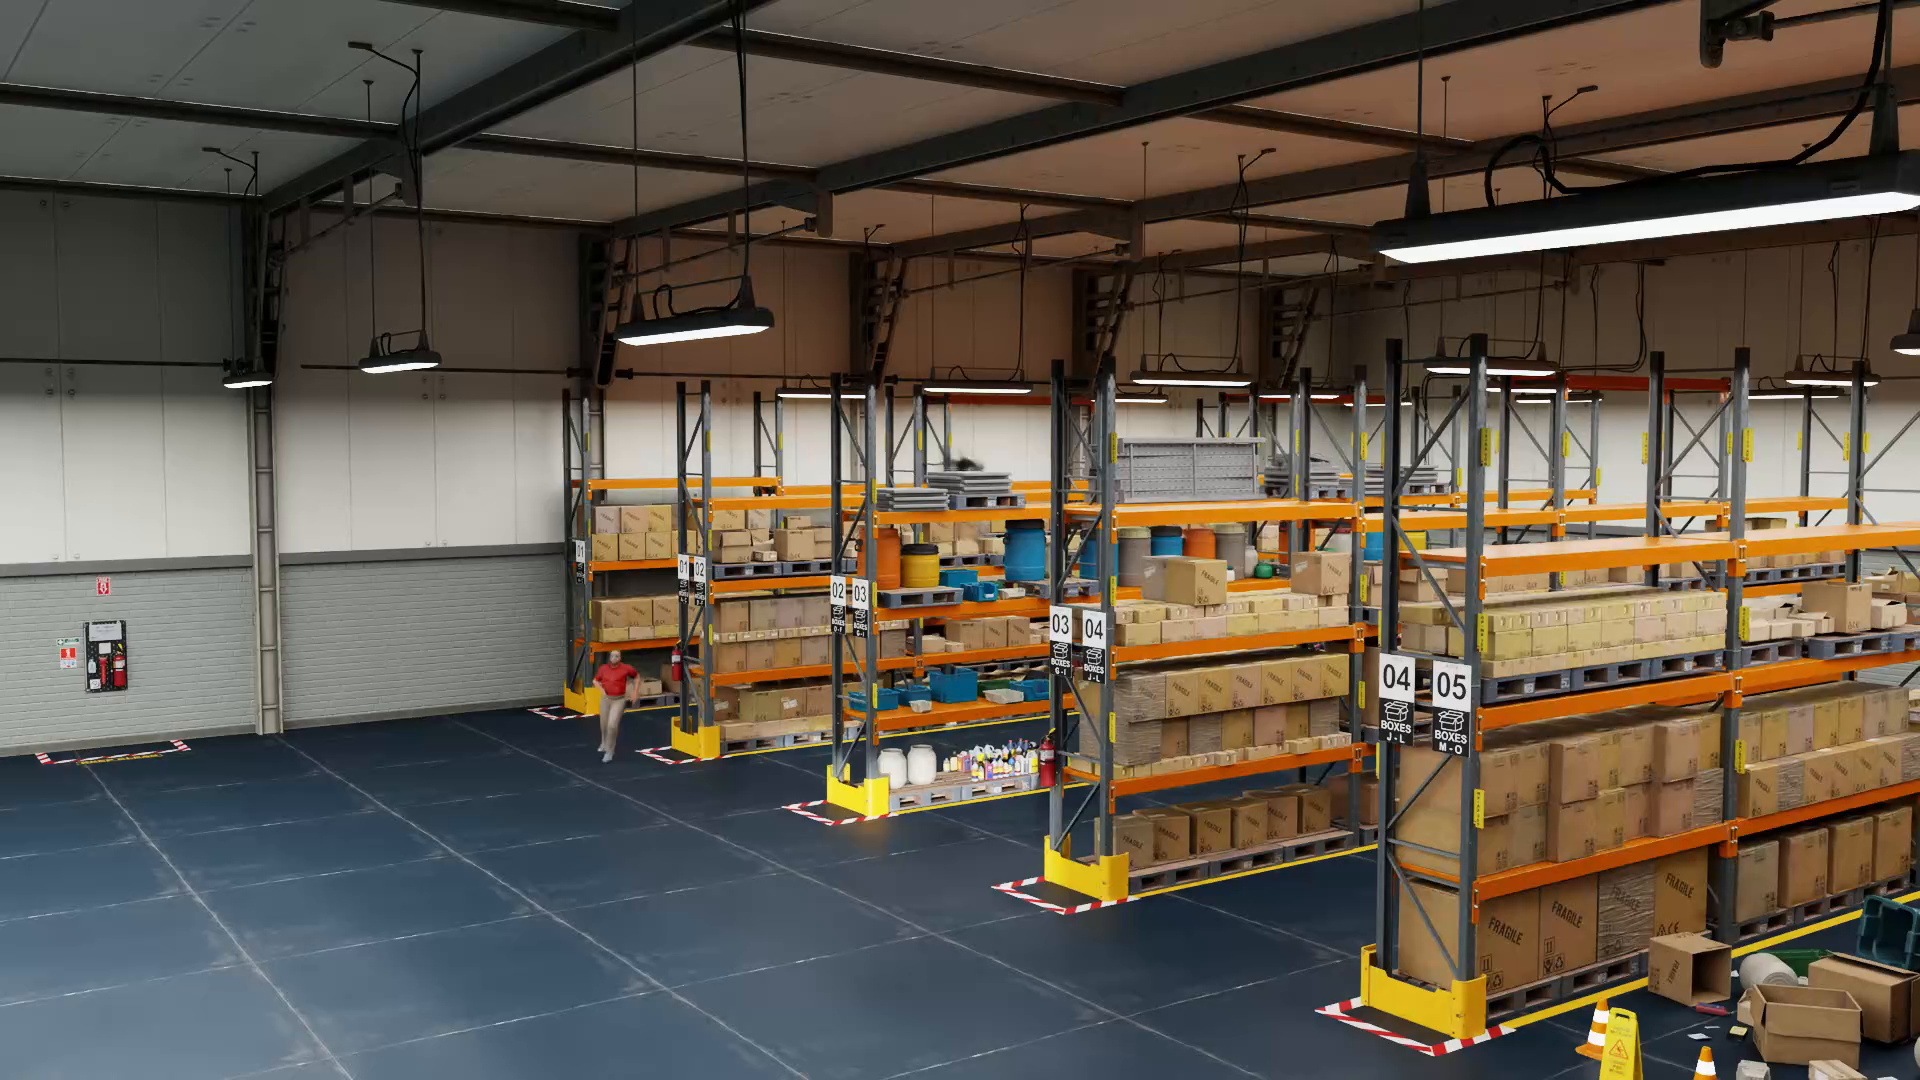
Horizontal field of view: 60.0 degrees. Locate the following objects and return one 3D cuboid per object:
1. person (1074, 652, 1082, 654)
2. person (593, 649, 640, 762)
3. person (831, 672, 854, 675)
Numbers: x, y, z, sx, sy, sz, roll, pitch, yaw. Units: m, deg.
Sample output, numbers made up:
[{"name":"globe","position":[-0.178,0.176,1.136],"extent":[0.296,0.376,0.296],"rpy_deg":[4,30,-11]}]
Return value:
[{"name":"person","position":[2.643,2.058,34.867],"extent":[0.656,1.738,0.592],"rpy_deg":[3,5,42]},{"name":"person","position":[-5.495,2.618,26.487],"extent":[0.716,1.789,0.818],"rpy_deg":[0,4,6]},{"name":"person","position":[-2.090,2.326,30.469],"extent":[0.900,1.769,0.711],"rpy_deg":[-3,5,-42]}]
